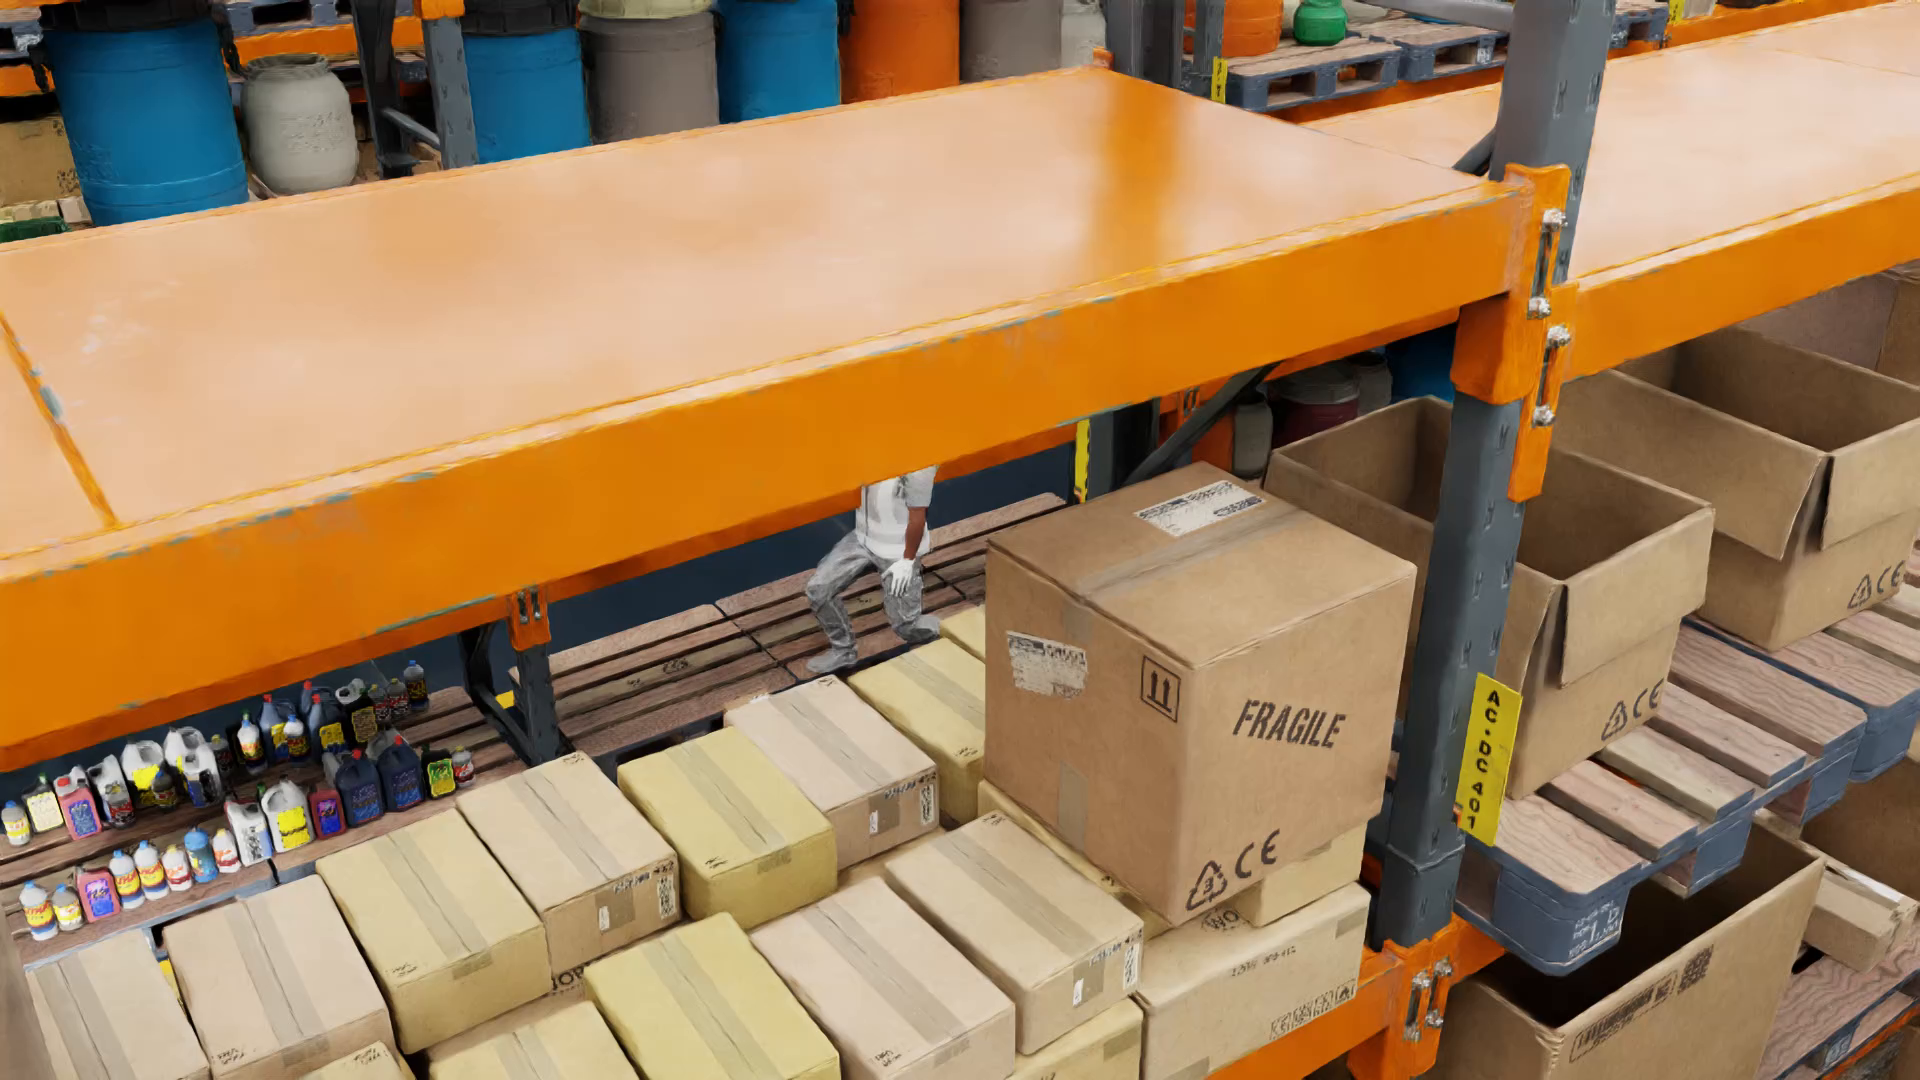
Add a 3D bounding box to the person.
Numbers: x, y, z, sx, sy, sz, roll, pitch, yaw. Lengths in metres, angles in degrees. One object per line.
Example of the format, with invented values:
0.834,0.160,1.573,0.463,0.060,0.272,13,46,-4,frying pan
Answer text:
-0.385,0.000,8.560,0.880,1.681,0.557,-21,34,-33,person
